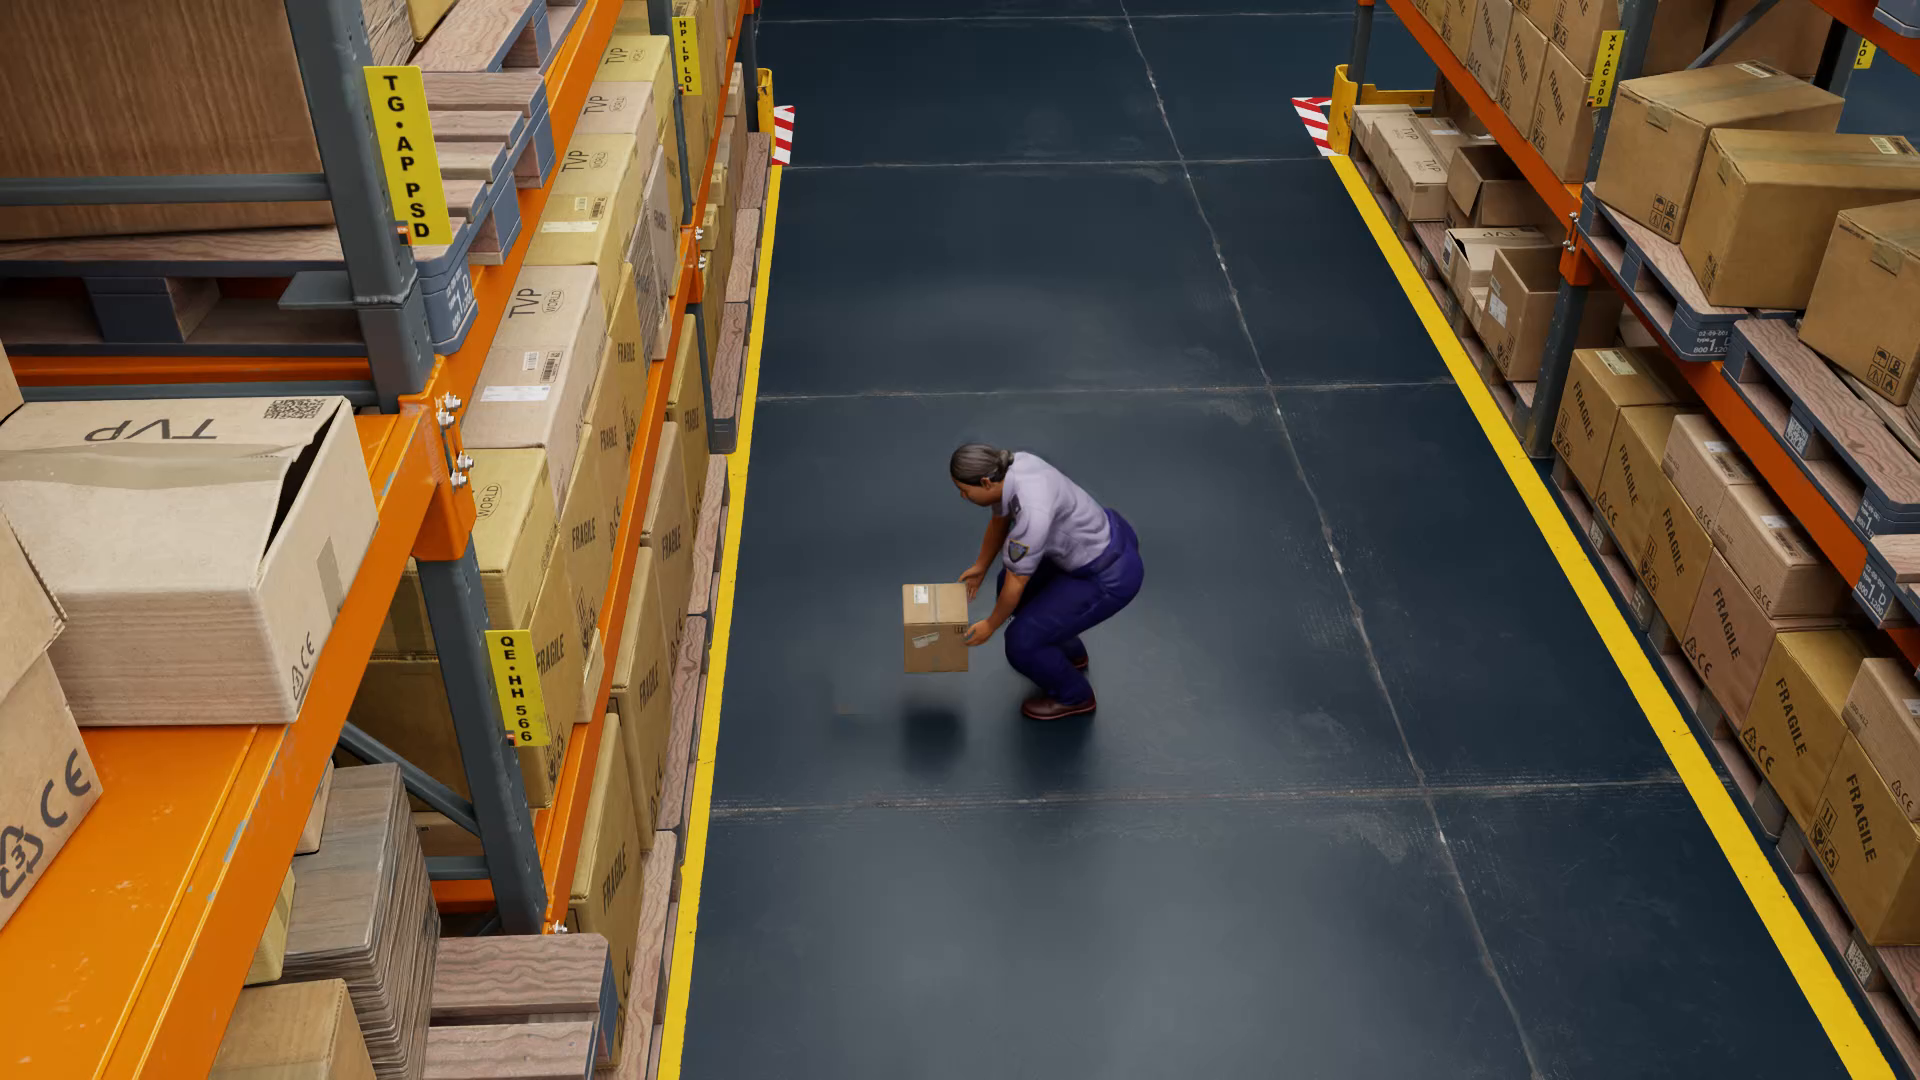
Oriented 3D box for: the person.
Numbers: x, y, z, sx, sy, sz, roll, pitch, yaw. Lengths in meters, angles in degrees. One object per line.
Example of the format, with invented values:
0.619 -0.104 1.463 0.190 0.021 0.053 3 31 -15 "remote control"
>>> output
0.330 0.132 6.365 0.738 1.200 0.541 -2 35 -2 "person"
